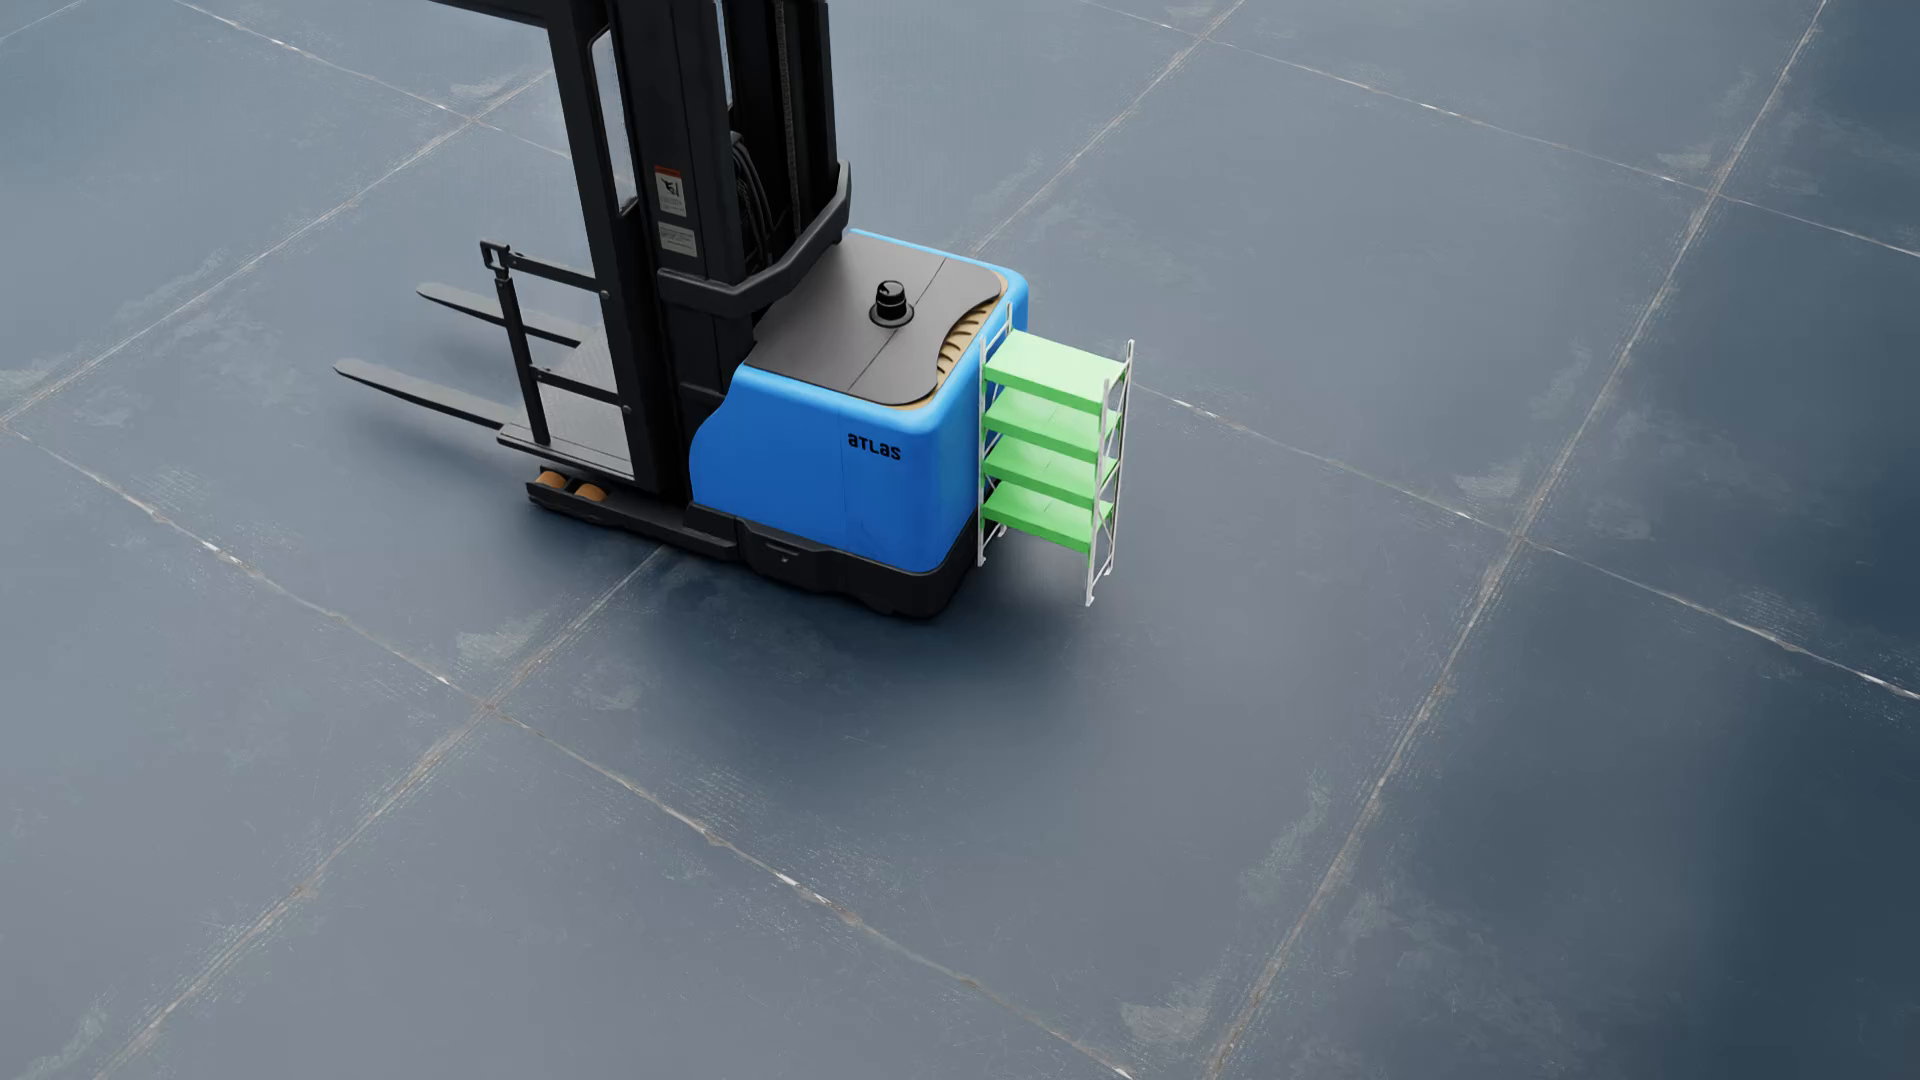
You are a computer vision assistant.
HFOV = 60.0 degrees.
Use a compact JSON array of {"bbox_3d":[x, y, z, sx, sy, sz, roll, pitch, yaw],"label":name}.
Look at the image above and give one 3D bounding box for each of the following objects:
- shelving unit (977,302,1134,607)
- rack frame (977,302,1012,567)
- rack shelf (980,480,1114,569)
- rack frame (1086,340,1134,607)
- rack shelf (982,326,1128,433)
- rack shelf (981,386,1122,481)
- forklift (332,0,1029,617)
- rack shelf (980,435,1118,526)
[{"bbox_3d":[0.350,-0.306,6.432,0.503,1.200,0.258,20,49,18],"label":"shelving unit"},{"bbox_3d":[0.133,-0.385,6.509,0.015,1.200,0.240,20,49,18],"label":"rack frame"},{"bbox_3d":[0.350,-0.094,6.650,0.480,0.148,0.258,20,49,18],"label":"rack shelf"},{"bbox_3d":[0.568,-0.226,6.355,0.015,1.200,0.240,20,49,18],"label":"rack frame"},{"bbox_3d":[0.350,-0.595,6.134,0.480,0.148,0.258,20,49,18],"label":"rack shelf"},{"bbox_3d":[0.350,-0.428,6.306,0.480,0.148,0.258,20,49,18],"label":"rack shelf"},{"bbox_3d":[-1.280,-1.423,6.311,3.031,2.935,1.130,17,48,16],"label":"forklift"},{"bbox_3d":[0.350,-0.261,6.478,0.480,0.148,0.258,20,49,18],"label":"rack shelf"}]
